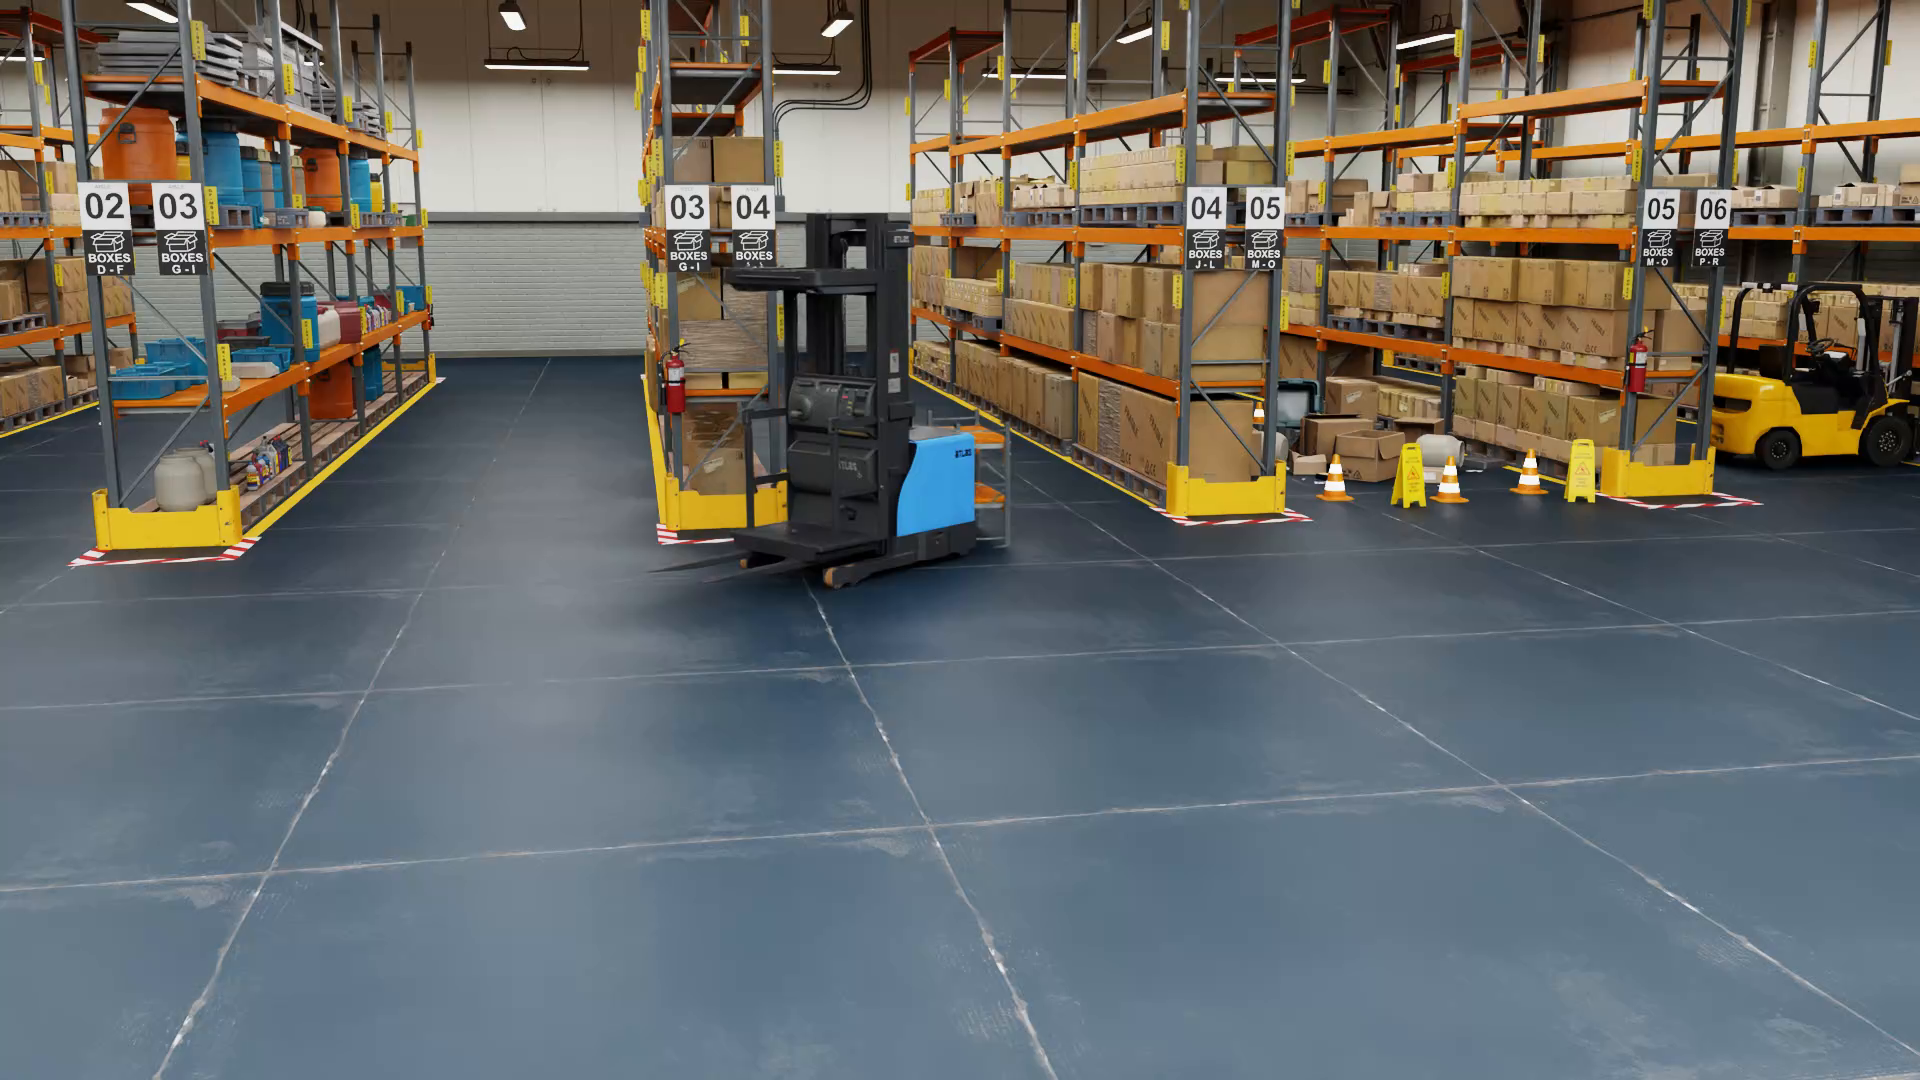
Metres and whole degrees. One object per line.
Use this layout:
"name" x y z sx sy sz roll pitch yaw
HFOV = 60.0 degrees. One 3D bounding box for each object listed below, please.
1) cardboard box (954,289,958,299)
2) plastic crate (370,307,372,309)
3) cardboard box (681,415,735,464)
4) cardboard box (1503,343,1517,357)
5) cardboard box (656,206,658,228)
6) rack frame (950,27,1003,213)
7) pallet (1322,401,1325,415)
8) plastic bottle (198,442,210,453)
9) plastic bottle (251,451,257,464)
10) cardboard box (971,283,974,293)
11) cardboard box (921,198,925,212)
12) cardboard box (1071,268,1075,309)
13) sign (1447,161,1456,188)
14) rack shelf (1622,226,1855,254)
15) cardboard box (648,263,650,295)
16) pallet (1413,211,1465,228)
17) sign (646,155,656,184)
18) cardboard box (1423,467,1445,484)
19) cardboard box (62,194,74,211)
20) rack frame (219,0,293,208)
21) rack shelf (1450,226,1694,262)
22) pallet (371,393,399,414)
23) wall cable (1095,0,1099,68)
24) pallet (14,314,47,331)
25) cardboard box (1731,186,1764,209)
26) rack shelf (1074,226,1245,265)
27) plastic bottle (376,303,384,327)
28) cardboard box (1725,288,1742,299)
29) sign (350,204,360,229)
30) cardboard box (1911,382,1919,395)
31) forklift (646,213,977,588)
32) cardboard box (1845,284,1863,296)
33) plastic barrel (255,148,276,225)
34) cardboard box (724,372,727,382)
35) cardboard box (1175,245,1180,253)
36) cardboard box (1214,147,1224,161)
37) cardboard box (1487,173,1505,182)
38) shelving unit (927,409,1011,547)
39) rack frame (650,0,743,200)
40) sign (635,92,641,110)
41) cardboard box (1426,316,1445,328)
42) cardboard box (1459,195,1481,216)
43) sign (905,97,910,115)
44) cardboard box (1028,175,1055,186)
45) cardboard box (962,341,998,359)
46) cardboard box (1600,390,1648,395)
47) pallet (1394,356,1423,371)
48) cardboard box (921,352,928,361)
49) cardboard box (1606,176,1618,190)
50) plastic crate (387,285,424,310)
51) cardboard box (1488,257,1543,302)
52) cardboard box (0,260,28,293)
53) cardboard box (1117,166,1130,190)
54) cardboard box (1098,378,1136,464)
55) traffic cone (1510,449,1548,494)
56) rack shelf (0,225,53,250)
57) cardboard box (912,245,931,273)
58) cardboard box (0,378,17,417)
"cardboard box" 0.114 -3.963 26.800 0.380 0.149 0.250 -3 11 -13
"plastic crate" -10.043 -3.831 27.902 0.293 0.136 0.466 -2 11 -11
"cardboard box" -2.838 -1.135 18.751 0.500 0.500 0.500 1 11 7
"cardboard box" 6.712 -2.268 19.818 0.380 0.149 0.250 -2 11 -11
"cardboard box" -3.159 -3.644 18.751 0.500 0.250 0.500 -3 11 -13
"rack frame" 0.334 -6.912 27.498 1.000 3.000 0.127 -2 11 -11
"pallet" 6.098 -1.917 24.755 1.003 0.211 1.213 -2 11 -11
"plastic bottle" -8.067 -0.873 17.721 0.144 0.351 0.185 -3 11 -13
"plastic bottle" -7.422 -0.801 17.527 0.061 0.283 0.133 -2 11 -11
"cardboard box" 0.373 -3.867 25.503 0.380 0.149 0.250 -2 11 -11
"cardboard box" -0.424 -6.065 30.136 0.500 0.250 0.500 -2 11 -10
"cardboard box" 1.788 -3.129 20.725 0.700 0.500 0.500 -2 11 -12
"sign" 6.182 -4.596 20.918 0.100 0.325 0.005 -2 11 -11
"rack shelf" 11.205 -4.364 24.059 1.077 0.370 4.000 -2 11 -11
"cardboard box" -4.903 -4.319 27.517 0.500 0.500 0.500 -2 11 -9
"pallet" 6.710 -4.195 21.746 1.213 0.211 1.003 -2 11 -11
"sign" -3.539 -4.236 19.025 0.100 0.325 0.005 -2 11 -11
"cardboard box" 5.268 -0.729 18.682 0.380 0.149 0.250 4 11 18
"cardboard box" -14.219 -5.279 26.004 0.500 0.250 0.500 -2 11 -11
"rack frame" -7.853 -5.103 17.993 1.000 3.000 0.127 -2 11 -11
"rack shelf" 7.115 -3.450 19.253 1.077 0.370 4.000 -2 11 -11
"pallet" -9.300 -2.110 25.772 1.003 0.211 1.213 -2 11 -11
"wall cable" 1.982 -12.080 37.003 2.355 3.000 0.029 -2 11 -11
"pallet" -14.220 -3.199 24.547 1.003 0.211 1.213 -2 11 -11
"cardboard box" 11.065 -4.827 23.415 0.500 0.311 0.500 -3 11 -13
"rack shelf" 2.279 -3.251 18.210 1.077 0.370 4.000 -2 11 -11
"plastic bottle" -8.910 -3.442 25.444 0.144 0.351 0.185 -2 11 -11
"cardboard box" 11.075 -3.487 23.546 0.380 0.149 0.250 -2 11 -12
"sign" -8.093 -4.333 22.249 0.100 0.325 0.005 -2 11 -11
"cardboard box" 11.763 -1.749 19.975 0.500 0.250 0.500 -2 11 -10
"forklift" -1.192 -1.160 13.505 1.130 2.935 3.031 9 14 39
"cardboard box" 11.512 -3.180 21.137 0.380 0.149 0.250 -2 11 -10
"plastic barrel" -8.292 -4.081 19.305 0.600 0.901 0.600 0 11 0
"cardboard box" -2.171 -1.678 16.715 0.380 0.149 0.250 -2 11 -11
"cardboard box" 4.317 -5.536 31.637 0.380 0.149 0.250 -2 11 -13
"cardboard box" 2.817 -3.927 16.986 0.380 0.149 0.250 -2 11 -12
"cardboard box" 6.898 -4.761 22.159 0.500 0.250 0.500 -2 11 -12
"shelving unit" 0.069 -0.578 15.280 0.538 1.125 1.048 -3 11 -15
"rack frame" -2.995 -5.283 18.939 1.000 3.000 0.127 -2 11 -11
"sign" -5.874 -8.001 30.300 0.100 0.325 0.005 -2 11 -11
"cardboard box" 6.355 -2.863 21.821 0.380 0.149 0.250 -2 11 -10
"cardboard box" 6.543 -4.152 20.623 0.500 0.250 0.500 -2 11 -12
"sign" -0.976 -8.124 31.154 0.100 0.325 0.005 -2 11 -11
"cardboard box" 1.203 -5.309 24.783 0.396 0.266 0.258 -2 11 -11
"cardboard box" 0.325 -3.069 26.908 0.500 0.250 0.500 -2 11 -9
"cardboard box" 7.507 -1.445 19.043 0.500 0.500 0.500 -3 11 -13
"pallet" 9.431 -3.548 33.328 1.003 0.211 1.213 -2 11 -11
"cardboard box" -0.518 -3.400 30.798 0.380 0.149 0.250 -2 11 -9
"cardboard box" 7.136 -3.804 17.733 0.380 0.149 0.250 -2 11 -10
"plastic crate" -9.939 -4.349 29.821 0.616 0.435 0.499 -2 11 -11
"cardboard box" 6.748 -3.107 19.812 0.700 0.500 0.500 -2 11 -12
"cardboard box" -14.621 -4.067 25.655 0.500 0.500 0.500 -2 11 -11
"cardboard box" 2.008 -3.921 18.023 0.500 0.250 0.500 -2 11 -10
"cardboard box" 2.123 -1.377 19.022 0.875 0.875 0.875 -2 11 -11
"traffic cone" 6.155 -0.748 17.944 0.336 0.463 0.334 -2 11 -11
"rack shelf" -13.880 -4.197 23.179 1.077 0.370 4.000 -2 11 -11
"cardboard box" -0.617 -5.293 31.300 0.500 0.500 0.500 -2 11 -11
"cardboard box" -13.499 -1.980 23.139 0.500 0.500 0.500 -2 11 -12
